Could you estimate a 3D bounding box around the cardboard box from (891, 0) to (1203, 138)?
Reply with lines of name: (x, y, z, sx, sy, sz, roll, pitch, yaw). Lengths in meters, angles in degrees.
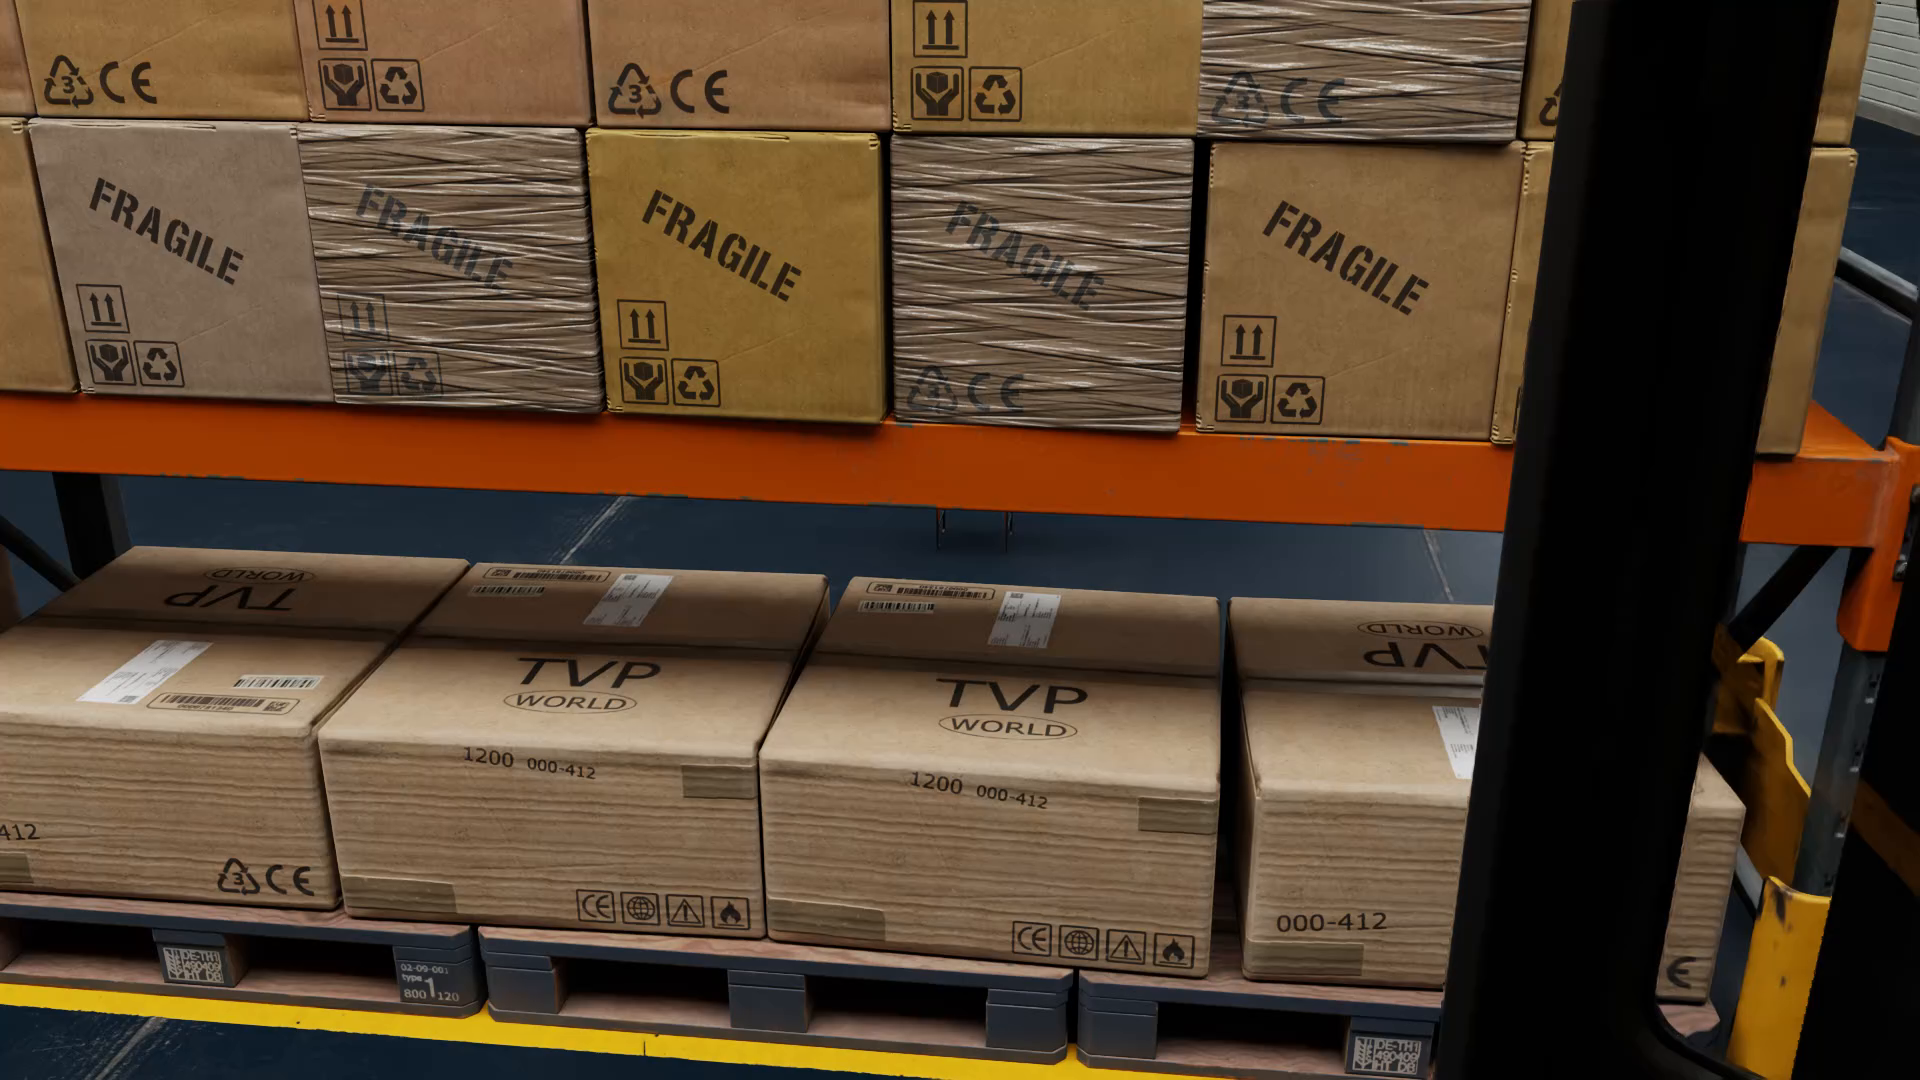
cardboard box: (0.166, -0.980, 2.842, 0.500, 0.500, 0.500, 2, 22, 6)

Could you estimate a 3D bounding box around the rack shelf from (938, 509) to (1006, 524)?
rack shelf: (0.053, -0.218, 5.847, 0.240, 0.259, 0.215, 2, 22, 6)

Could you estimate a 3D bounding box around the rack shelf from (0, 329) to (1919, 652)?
rack shelf: (-0.300, -0.252, 3.476, 4.000, 0.370, 1.077, 2, 22, 6)

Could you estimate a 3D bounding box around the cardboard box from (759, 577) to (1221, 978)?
cardboard box: (0.109, 0.468, 3.591, 0.875, 0.438, 0.875, 3, 22, 8)

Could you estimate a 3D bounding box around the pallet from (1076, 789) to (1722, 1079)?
pallet: (0.883, 0.791, 3.652, 1.213, 0.211, 1.003, 2, 22, 6)

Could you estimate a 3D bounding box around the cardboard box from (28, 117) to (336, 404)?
cardboard box: (-1.352, -0.580, 3.192, 0.500, 0.500, 0.500, 3, 22, 7)

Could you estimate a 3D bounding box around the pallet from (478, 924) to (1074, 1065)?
pallet: (-0.326, 0.737, 3.788, 1.213, 0.211, 1.003, 2, 22, 6)

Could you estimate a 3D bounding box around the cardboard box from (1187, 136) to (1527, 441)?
cardboard box: (0.679, -0.498, 2.983, 0.500, 0.500, 0.500, 2, 22, 5)

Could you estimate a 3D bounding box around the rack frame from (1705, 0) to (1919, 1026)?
rack frame: (1.686, -0.500, 3.124, 0.127, 3.000, 1.000, 2, 22, 6)

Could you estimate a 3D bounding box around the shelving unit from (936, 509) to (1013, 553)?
shelving unit: (0.053, -0.486, 5.741, 0.252, 1.050, 0.215, 2, 22, 6)

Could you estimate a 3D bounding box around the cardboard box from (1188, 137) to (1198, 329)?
cardboard box: (0.737, -0.684, 3.453, 0.500, 0.500, 0.500, 2, 22, 6)

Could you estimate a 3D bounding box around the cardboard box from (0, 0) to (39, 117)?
cardboard box: (-1.842, -1.075, 3.084, 0.500, 0.500, 0.500, 3, 22, 7)

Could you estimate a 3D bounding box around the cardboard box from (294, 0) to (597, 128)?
cardboard box: (-0.834, -1.025, 2.957, 0.500, 0.500, 0.500, 3, 22, 7)

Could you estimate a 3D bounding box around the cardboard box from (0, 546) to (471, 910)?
cardboard box: (-1.676, 0.390, 3.788, 0.875, 0.438, 0.875, 2, 22, 6)

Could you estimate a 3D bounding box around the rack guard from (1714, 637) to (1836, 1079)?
rack guard: (1.710, 0.664, 3.581, 0.348, 0.500, 1.175, 2, 22, 6)

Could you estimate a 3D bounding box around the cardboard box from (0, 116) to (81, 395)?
cardboard box: (-1.851, -0.604, 3.251, 0.500, 0.500, 0.500, 3, 22, 8)

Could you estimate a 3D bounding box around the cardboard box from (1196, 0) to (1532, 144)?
cardboard box: (0.657, -0.957, 2.785, 0.500, 0.500, 0.500, 3, 22, 6)

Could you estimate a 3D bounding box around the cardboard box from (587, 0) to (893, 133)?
cardboard box: (-0.333, -1.002, 2.899, 0.500, 0.500, 0.500, 2, 22, 6)

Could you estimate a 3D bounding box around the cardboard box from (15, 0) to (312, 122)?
cardboard box: (-1.341, -1.051, 3.023, 0.500, 0.500, 0.500, 2, 22, 6)

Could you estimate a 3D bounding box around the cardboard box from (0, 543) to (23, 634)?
cardboard box: (-2.912, 0.122, 3.870, 0.875, 0.875, 0.875, 3, 22, 8)

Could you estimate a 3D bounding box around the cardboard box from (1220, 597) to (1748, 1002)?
cardboard box: (1.019, 0.504, 3.498, 0.875, 0.438, 0.875, 2, 22, 4)

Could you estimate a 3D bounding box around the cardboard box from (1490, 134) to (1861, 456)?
cardboard box: (1.176, -0.471, 2.914, 0.500, 0.500, 0.500, 3, 22, 7)

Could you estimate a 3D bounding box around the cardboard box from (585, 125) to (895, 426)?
cardboard box: (-0.347, -0.534, 3.075, 0.500, 0.500, 0.500, 3, 22, 8)

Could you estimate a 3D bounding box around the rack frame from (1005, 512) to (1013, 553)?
rack frame: (0.174, -0.481, 5.728, 0.008, 1.050, 0.200, 2, 22, 6)

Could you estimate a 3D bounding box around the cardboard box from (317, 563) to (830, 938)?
cardboard box: (-0.786, 0.428, 3.691, 0.875, 0.438, 0.875, 2, 22, 5)

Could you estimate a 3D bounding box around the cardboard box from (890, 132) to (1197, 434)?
cardboard box: (0.167, -0.517, 3.030, 0.500, 0.500, 0.500, 3, 22, 8)

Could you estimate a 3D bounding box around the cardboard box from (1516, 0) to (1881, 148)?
cardboard box: (1.179, -0.945, 2.755, 0.500, 0.500, 0.500, 3, 22, 8)

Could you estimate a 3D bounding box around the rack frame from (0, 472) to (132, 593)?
rack frame: (-2.286, -0.673, 3.562, 0.127, 3.000, 1.000, 2, 22, 6)

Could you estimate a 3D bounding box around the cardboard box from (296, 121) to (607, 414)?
cardboard box: (-0.859, -0.556, 3.131, 0.500, 0.500, 0.500, 3, 22, 7)

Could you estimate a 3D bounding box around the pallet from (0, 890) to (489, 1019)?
pallet: (-1.541, 0.685, 3.919, 1.213, 0.211, 1.003, 2, 22, 6)

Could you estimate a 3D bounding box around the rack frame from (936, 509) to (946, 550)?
rack frame: (-0.068, -0.491, 5.754, 0.008, 1.050, 0.200, 2, 22, 6)
